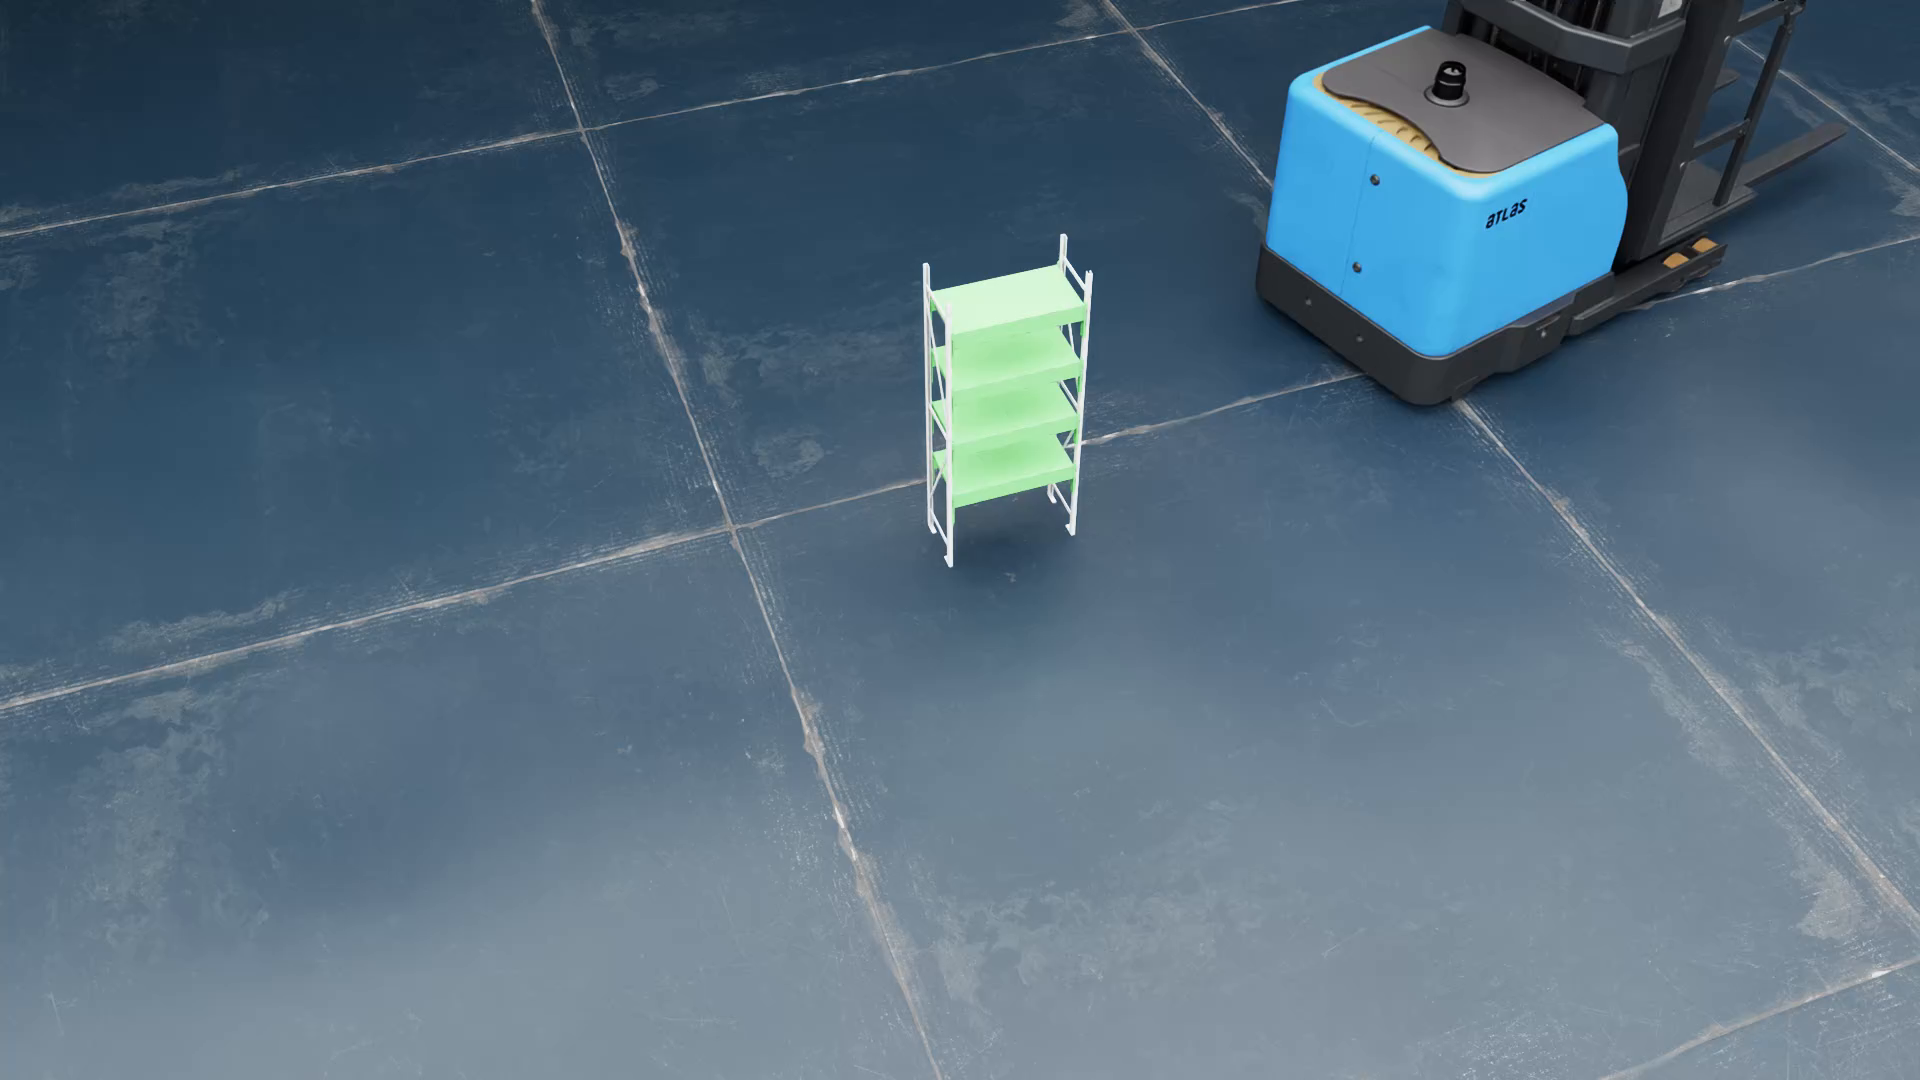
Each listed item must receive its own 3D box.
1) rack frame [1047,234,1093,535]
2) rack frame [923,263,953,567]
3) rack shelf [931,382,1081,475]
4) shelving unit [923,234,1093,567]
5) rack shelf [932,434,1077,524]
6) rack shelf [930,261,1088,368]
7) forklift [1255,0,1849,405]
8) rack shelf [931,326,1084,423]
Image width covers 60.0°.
[{"bbox_3d":[0.385,-0.522,5.923,0.015,1.200,0.240,-14,47,-14],"label":"rack frame"},{"bbox_3d":[-0.074,-0.405,5.806,0.015,1.200,0.240,-14,47,-14],"label":"rack frame"},{"bbox_3d":[0.156,-0.418,5.910,0.480,0.148,0.258,-14,47,-14],"label":"rack shelf"},{"bbox_3d":[0.156,-0.463,5.865,0.503,1.200,0.258,-14,47,-14],"label":"shelving unit"},{"bbox_3d":[0.156,-0.249,6.080,0.480,0.148,0.258,-14,47,-14],"label":"rack shelf"},{"bbox_3d":[0.156,-0.757,5.570,0.480,0.148,0.258,-14,47,-14],"label":"rack shelf"},{"bbox_3d":[2.784,-2.413,6.586,3.031,2.935,1.130,-26,51,-24],"label":"forklift"},{"bbox_3d":[0.156,-0.588,5.740,0.480,0.148,0.258,-14,47,-14],"label":"rack shelf"}]
